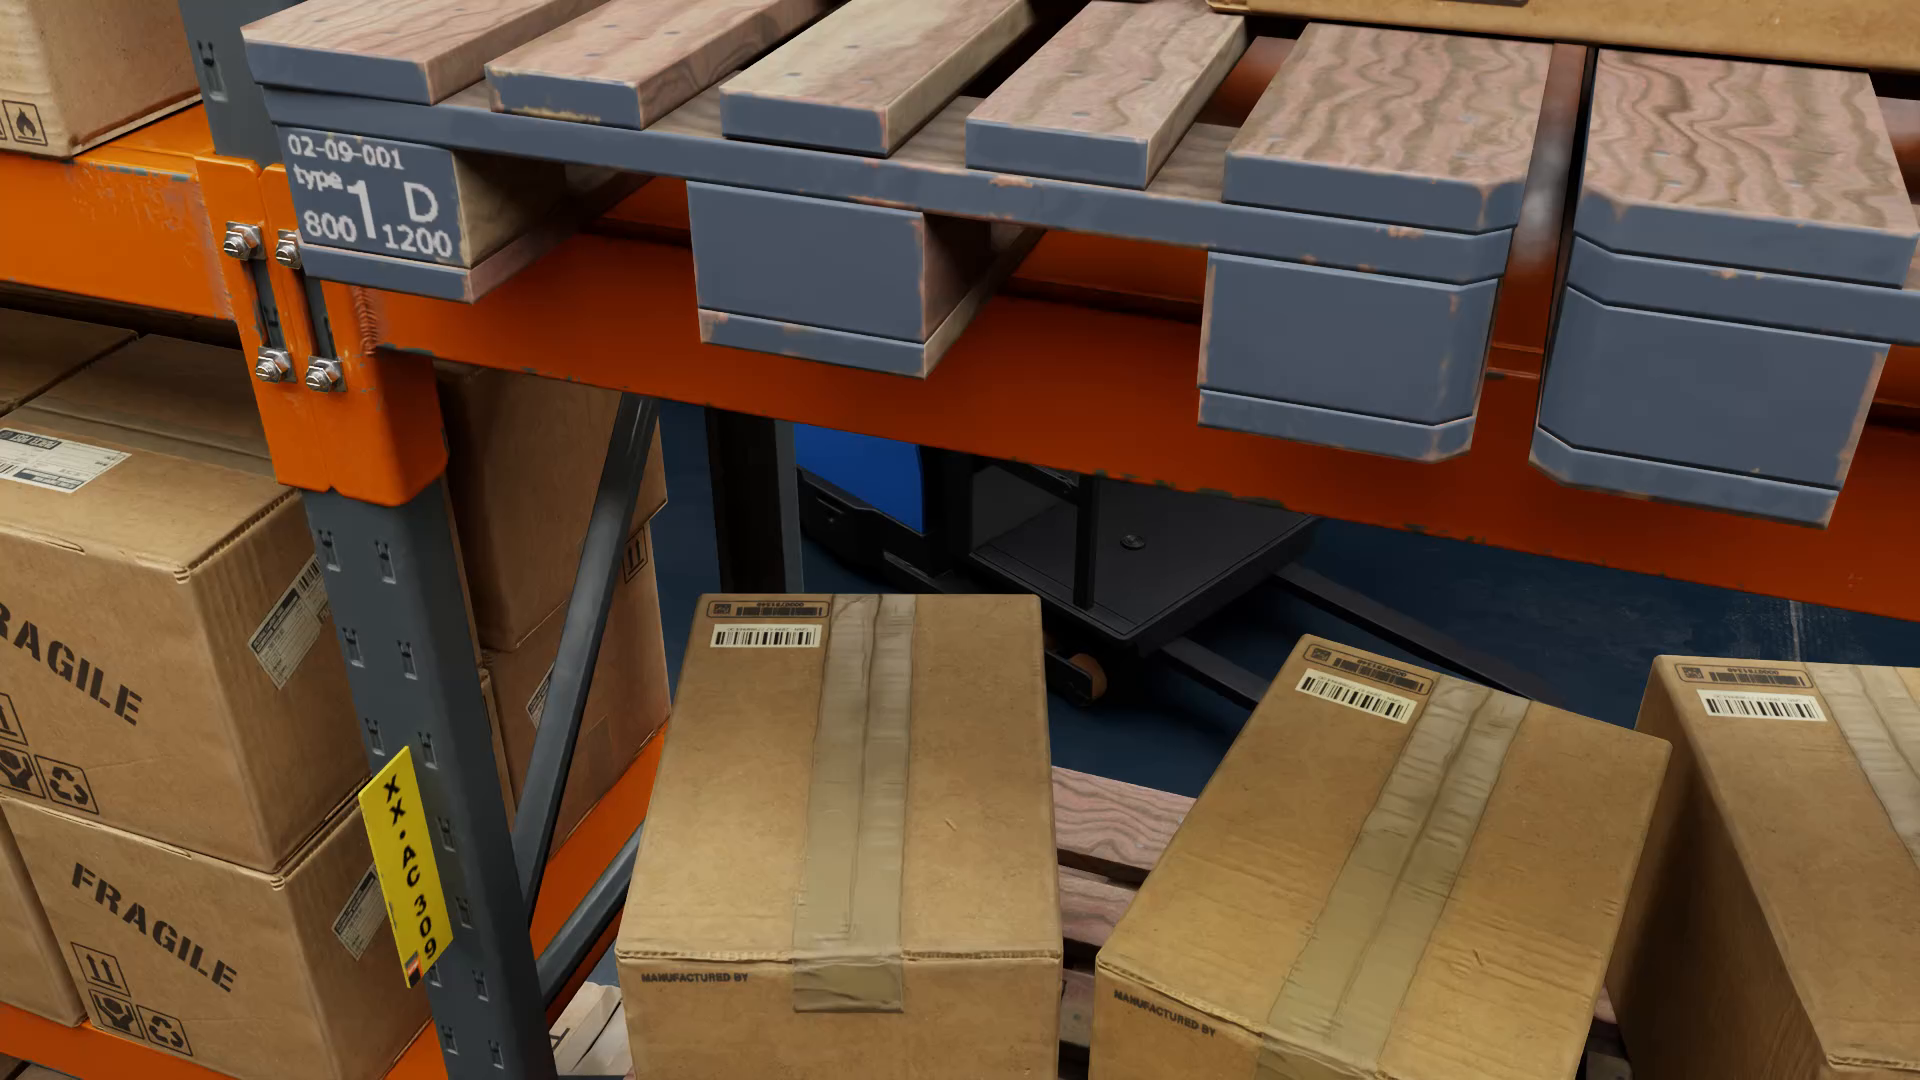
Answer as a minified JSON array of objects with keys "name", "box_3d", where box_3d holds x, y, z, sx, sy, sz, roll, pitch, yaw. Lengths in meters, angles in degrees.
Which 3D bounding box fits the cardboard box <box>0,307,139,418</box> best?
[{"name":"cardboard box","box_3d":[-1.551,-0.023,2.506,0.500,0.500,0.500,10,34,16]}]

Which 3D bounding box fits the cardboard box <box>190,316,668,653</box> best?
[{"name":"cardboard box","box_3d":[-0.853,-0.200,2.780,0.500,0.500,0.500,12,35,18]}]

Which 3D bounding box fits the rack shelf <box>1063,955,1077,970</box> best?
[{"name":"rack shelf","box_3d":[1.379,1.160,2.350,4.000,0.370,1.077,11,34,16]}]

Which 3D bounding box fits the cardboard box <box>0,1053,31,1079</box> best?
[{"name":"cardboard box","box_3d":[-2.275,1.015,3.808,0.637,0.503,0.797,11,34,16]}]

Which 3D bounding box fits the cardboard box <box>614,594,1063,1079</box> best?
[{"name":"cardboard box","box_3d":[-0.134,0.475,2.270,0.500,0.500,0.700,0,33,0]}]

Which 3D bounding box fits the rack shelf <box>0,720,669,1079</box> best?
[{"name":"rack shelf","box_3d":[-2.387,0.428,3.484,4.000,0.370,1.077,11,34,16]}]

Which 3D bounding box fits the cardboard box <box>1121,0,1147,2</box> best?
[{"name":"cardboard box","box_3d":[-0.055,-0.899,1.539,0.600,0.600,0.600,8,34,12]}]

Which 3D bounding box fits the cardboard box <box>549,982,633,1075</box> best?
[{"name":"cardboard box","box_3d":[-0.826,1.250,3.622,0.500,0.311,0.500,11,34,16]}]

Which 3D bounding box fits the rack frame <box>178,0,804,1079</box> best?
[{"name":"rack frame","box_3d":[-0.505,0.494,2.720,0.053,2.616,0.949,11,34,16]}]

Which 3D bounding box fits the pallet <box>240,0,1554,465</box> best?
[{"name":"pallet","box_3d":[0.086,-0.534,1.719,1.003,0.211,1.213,11,34,16]}]

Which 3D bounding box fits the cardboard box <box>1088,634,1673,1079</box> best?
[{"name":"cardboard box","box_3d":[0.535,0.568,2.125,0.500,0.500,0.700,17,36,24]}]

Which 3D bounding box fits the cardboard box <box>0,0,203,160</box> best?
[{"name":"cardboard box","box_3d":[-1.052,-0.658,1.877,0.500,0.250,0.500,11,34,16]}]

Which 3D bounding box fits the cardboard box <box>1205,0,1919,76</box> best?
[{"name":"cardboard box","box_3d":[0.582,-0.788,1.368,0.600,0.600,0.600,11,34,16]}]

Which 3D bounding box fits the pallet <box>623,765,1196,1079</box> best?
[{"name":"pallet","box_3d":[0.211,0.775,2.461,1.213,0.211,1.003,11,34,16]}]

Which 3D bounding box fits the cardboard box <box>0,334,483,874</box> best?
[{"name":"cardboard box","box_3d":[-1.068,0.070,2.362,0.500,0.500,0.500,11,34,17]}]

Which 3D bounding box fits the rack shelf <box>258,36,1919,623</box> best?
[{"name":"rack shelf","box_3d":[1.379,-0.100,1.537,4.000,0.370,1.077,11,34,16]}]

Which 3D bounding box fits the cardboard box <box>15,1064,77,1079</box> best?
[{"name":"cardboard box","box_3d":[-1.842,1.340,3.482,0.500,0.311,0.500,11,34,16]}]

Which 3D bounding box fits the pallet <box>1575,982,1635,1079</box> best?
[{"name":"pallet","box_3d":[1.429,0.951,2.188,1.213,0.211,1.003,11,34,16]}]

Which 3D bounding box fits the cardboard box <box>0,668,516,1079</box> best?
[{"name":"cardboard box","box_3d":[-1.061,0.490,2.634,0.500,0.500,0.500,12,35,17]}]

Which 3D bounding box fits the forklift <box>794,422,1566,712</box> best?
[{"name":"forklift","box_3d":[0.554,-1.011,5.114,1.130,2.935,3.031,-28,42,-36]}]

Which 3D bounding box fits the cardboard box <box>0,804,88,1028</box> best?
[{"name":"cardboard box","box_3d":[-1.547,0.396,2.779,0.500,0.500,0.500,12,35,18]}]

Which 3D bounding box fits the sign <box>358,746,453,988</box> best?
[{"name":"sign","box_3d":[-0.680,0.407,2.056,0.005,0.325,0.100,11,34,16]}]

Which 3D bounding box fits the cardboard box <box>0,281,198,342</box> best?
[{"name":"cardboard box","box_3d":[-1.339,-0.294,2.926,0.500,0.500,0.500,10,34,15]}]

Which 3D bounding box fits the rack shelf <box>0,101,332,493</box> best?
[{"name":"rack shelf","box_3d":[-2.387,-0.832,2.671,4.000,0.370,1.077,11,34,16]}]

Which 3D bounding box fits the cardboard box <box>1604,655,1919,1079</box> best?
[{"name":"cardboard box","box_3d":[1.180,0.566,2.129,0.500,0.500,0.700,3,33,4]}]

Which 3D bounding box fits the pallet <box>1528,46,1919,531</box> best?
[{"name":"pallet","box_3d":[1.063,-0.346,1.428,1.003,0.211,1.213,11,34,16]}]

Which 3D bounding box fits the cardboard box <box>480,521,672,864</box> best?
[{"name":"cardboard box","box_3d":[-0.892,0.218,3.055,0.500,0.500,0.500,12,35,18]}]
